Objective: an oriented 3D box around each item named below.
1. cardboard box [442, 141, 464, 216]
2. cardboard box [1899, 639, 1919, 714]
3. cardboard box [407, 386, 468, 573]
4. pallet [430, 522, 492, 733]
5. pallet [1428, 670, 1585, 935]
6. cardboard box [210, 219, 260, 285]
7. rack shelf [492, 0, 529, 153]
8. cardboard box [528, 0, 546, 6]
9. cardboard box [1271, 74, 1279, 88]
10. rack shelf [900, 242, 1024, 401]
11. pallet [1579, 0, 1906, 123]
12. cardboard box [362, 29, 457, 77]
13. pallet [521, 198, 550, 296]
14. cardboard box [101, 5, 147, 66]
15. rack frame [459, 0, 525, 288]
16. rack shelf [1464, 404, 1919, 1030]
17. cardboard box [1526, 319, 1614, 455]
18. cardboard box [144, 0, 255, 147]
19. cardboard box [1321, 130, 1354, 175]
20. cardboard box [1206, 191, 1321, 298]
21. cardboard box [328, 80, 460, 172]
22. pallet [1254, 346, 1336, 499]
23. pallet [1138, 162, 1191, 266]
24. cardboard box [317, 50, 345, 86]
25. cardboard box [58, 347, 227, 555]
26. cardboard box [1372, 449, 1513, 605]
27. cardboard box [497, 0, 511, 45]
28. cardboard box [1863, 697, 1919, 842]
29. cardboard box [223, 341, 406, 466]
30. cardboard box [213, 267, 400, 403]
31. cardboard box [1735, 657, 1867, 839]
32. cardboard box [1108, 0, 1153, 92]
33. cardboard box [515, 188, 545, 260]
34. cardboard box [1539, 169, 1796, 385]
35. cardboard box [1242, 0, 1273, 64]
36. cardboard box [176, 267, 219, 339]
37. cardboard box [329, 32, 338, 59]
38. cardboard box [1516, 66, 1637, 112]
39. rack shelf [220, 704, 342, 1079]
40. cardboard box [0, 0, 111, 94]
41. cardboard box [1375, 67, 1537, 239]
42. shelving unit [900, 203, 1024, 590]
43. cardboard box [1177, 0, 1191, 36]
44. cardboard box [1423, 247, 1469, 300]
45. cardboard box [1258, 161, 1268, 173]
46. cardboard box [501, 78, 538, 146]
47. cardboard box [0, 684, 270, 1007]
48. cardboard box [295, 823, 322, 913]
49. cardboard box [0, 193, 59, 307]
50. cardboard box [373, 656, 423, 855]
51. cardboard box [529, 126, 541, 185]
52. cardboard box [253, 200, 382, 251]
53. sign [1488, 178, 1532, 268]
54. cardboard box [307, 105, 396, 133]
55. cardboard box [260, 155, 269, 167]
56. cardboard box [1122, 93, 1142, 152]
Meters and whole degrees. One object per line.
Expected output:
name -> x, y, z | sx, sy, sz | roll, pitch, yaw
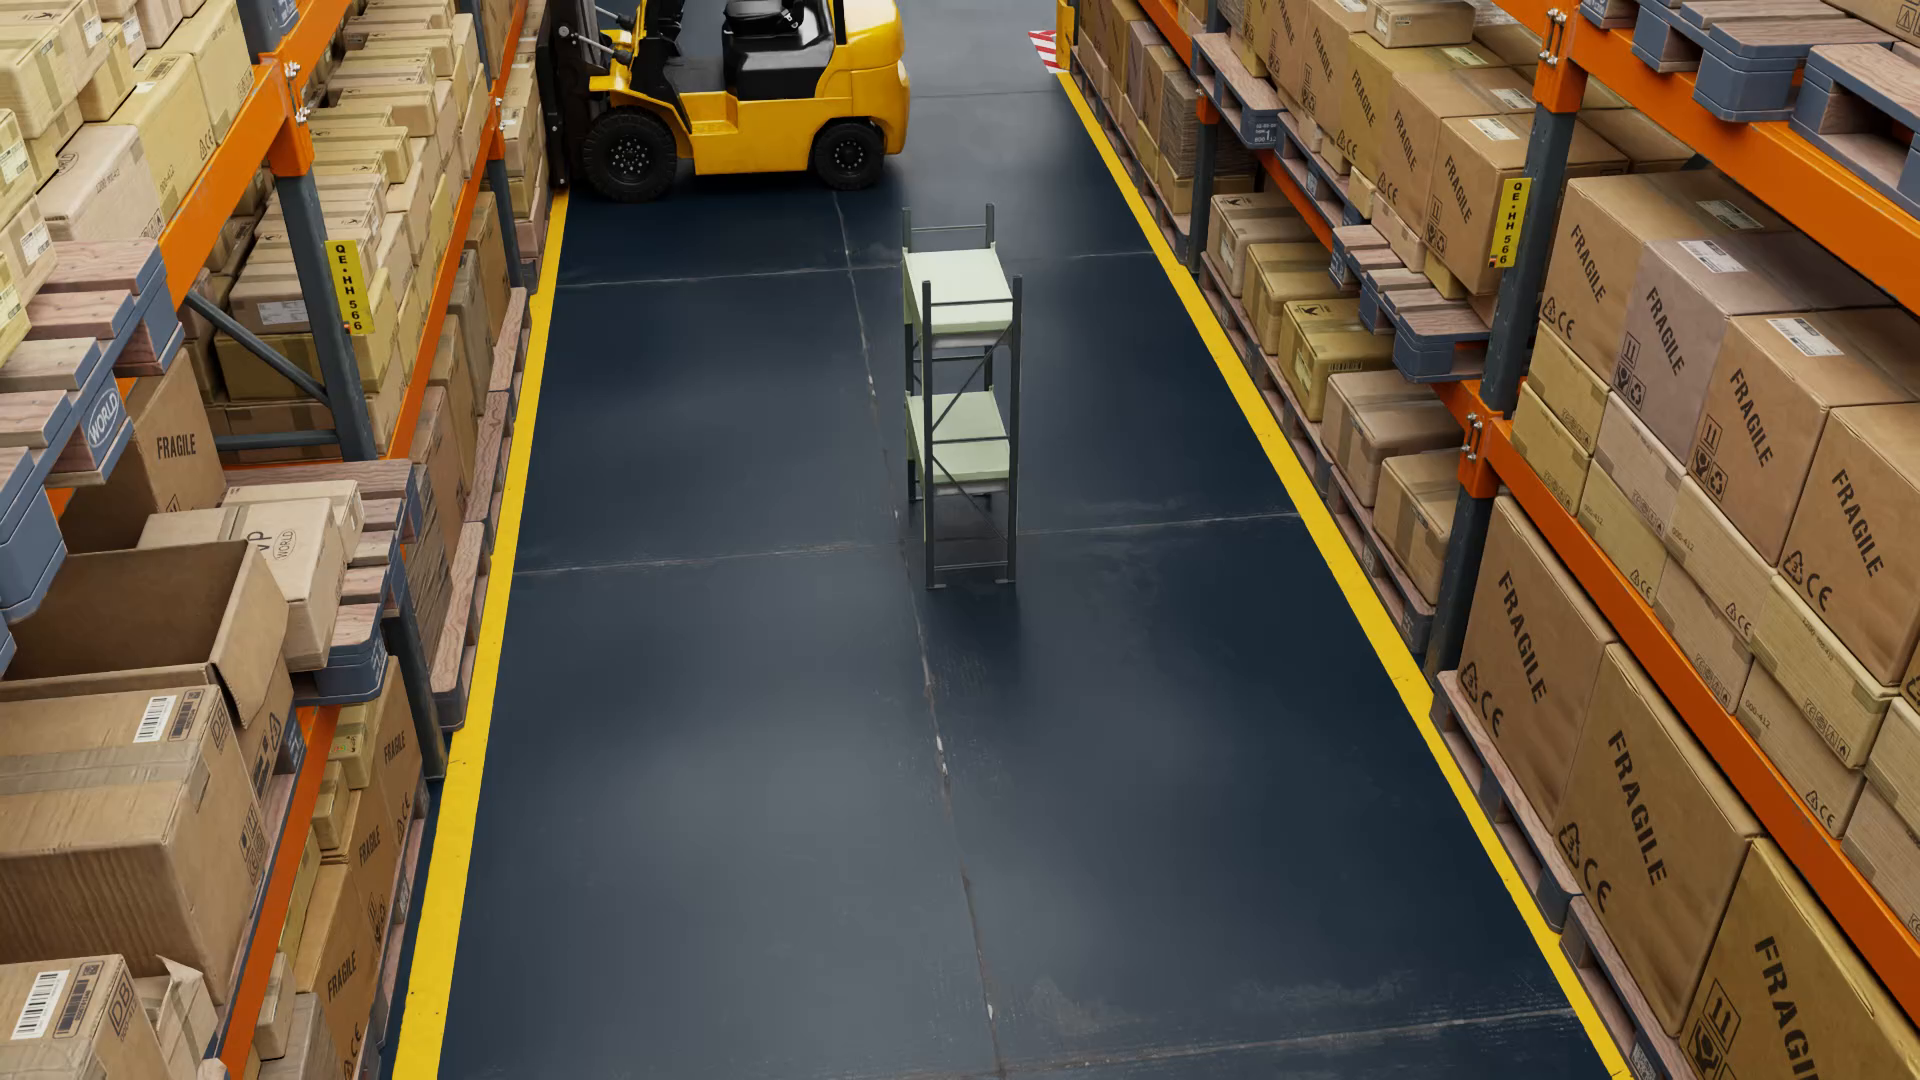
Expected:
cardboard box -> -2.587, -1.662, 7.658 | 0.500, 0.250, 0.500 | -4, 34, -6
cardboard box -> 2.536, 0.284, 3.693 | 0.500, 0.500, 0.500 | -3, 34, -5
cardboard box -> -2.652, -0.218, 7.142 | 0.875, 0.625, 0.625 | -3, 34, -5
pallet -> -2.558, 0.377, 7.009 | 1.003, 0.211, 1.213 | -4, 35, -6
pallet -> 2.464, 0.907, 6.231 | 1.003, 0.211, 1.213 | -4, 35, -6
cardboard box -> -2.892, -0.972, 6.202 | 0.500, 0.250, 0.500 | -4, 34, -6
rack shelf -> -3.293, -3.364, 10.661 | 1.077, 0.370, 4.000 | -4, 35, -6
cardboard box -> -3.116, -3.710, 11.711 | 0.500, 0.250, 0.500 | -4, 34, -6
cardboard box -> 1.795, -2.368, 8.411 | 0.380, 0.149, 0.250 | -2, 34, -3
rack shelf -> -0.001, -0.946, 7.113 | 0.431, 0.370, 0.720 | -4, 35, -6
pallet -> 2.572, -1.497, 4.787 | 1.213, 0.211, 1.003 | -3, 34, -4
cardboard box -> -2.557, -2.260, 7.739 | 0.380, 0.149, 0.250 | -5, 35, -8
pallet -> -3.089, -1.840, 10.262 | 1.003, 0.211, 1.213 | -4, 35, -6
cardboard box -> -2.174, -1.181, 3.934 | 0.380, 0.149, 0.250 | -4, 34, -5
rack frame -> -3.024, -2.545, 8.821 | 1.000, 3.000, 0.127 | -4, 35, -6
rack shelf -> 2.701, 0.723, 4.665 | 1.077, 0.370, 4.000 | -4, 35, -6
cardboard box -> 2.256, -0.534, 5.559 | 0.500, 0.250, 0.500 | -5, 35, -7
cardboard box -> -2.176, -1.222, 4.349 | 0.500, 0.250, 0.500 | -5, 35, -8
cardboard box -> 1.868, -1.784, 7.555 | 0.380, 0.149, 0.250 | -5, 35, -8
cardboard box -> 1.967, -1.718, 9.568 | 0.950, 0.372, 0.625 | -4, 34, -6
cardboard box -> -2.565, -1.863, 7.509 | 0.500, 0.250, 0.500 | -4, 34, -5
pallet -> 2.168, -0.654, 8.522 | 1.003, 0.211, 1.213 | -4, 35, -6
pallet -> 1.769, -2.143, 10.707 | 1.003, 0.211, 1.213 | -4, 35, -6
cardboard box -> -3.152, -2.106, 7.865 | 0.500, 0.250, 0.500 | -5, 35, -7
cardboard box -> -2.571, -0.228, 4.960 | 0.500, 0.500, 0.500 | -3, 34, -4
cardboard box -> 2.366, -0.094, 7.185 | 0.950, 0.372, 0.625 | -7, 35, -10
cardboard box -> -2.911, -3.143, 9.609 | 0.500, 0.500, 0.500 | -4, 34, -6
cardboard box -> 2.520, 0.602, 3.892 | 0.500, 0.250, 0.500 | -4, 34, -5
cardboard box -> -2.303, -0.517, 5.978 | 0.500, 0.250, 0.500 | -4, 35, -6
cardboard box -> -2.278, -0.725, 5.840 | 0.500, 0.250, 0.500 | -4, 35, -6
cardboard box -> 2.470, 0.517, 4.461 | 0.500, 0.250, 0.500 | -4, 35, -6
cardboard box -> 1.329, -3.446, 11.546 | 0.500, 0.500, 0.500 | -4, 34, -5
cardboard box -> -2.761, -1.877, 9.910 | 0.500, 0.250, 0.500 | -4, 34, -6
cardboard box -> 2.256, -0.851, 5.359 | 0.500, 0.500, 0.500 | -5, 35, -8
cardboard box -> 1.741, -2.698, 8.319 | 0.500, 0.500, 0.500 | -4, 35, -6
cardboard box -> -2.730, -0.788, 5.578 | 0.380, 0.149, 0.250 | -3, 34, -5
cardboard box -> -3.172, -2.349, 7.868 | 0.380, 0.149, 0.250 | -4, 35, -7
cardboard box -> 2.524, -1.587, 6.690 | 0.500, 0.500, 0.500 | -3, 34, -4
rack shelf -> -2.217, 1.101, 4.110 | 1.077, 0.370, 4.000 | -4, 35, -6
cardboard box -> -2.008, -1.025, 3.442 | 0.380, 0.149, 0.250 | -5, 35, -7
cardboard box -> 2.015, -1.549, 6.633 | 0.500, 0.500, 0.500 | -5, 35, -7
shelving unit -> -0.001, -0.623, 7.333 | 0.431, 1.500, 0.755 | -4, 35, -6
cardboard box -> 1.509, -3.114, 9.879 | 0.380, 0.149, 0.250 | -4, 34, -5
cardboard box -> 2.047, -1.070, 6.506 | 0.380, 0.149, 0.250 | -4, 34, -6
cardboard box -> 2.083, -2.620, 10.333 | 0.500, 0.500, 0.500 | -3, 34, -4
cardboard box -> -2.836, -2.575, 10.046 | 0.500, 0.250, 0.500 | -4, 35, -6
cardboard box -> -1.966, 0.691, 3.611 | 0.700, 0.500, 0.500 | -5, 35, -7
cardboard box -> -2.119, 0.986, 4.910 | 0.380, 0.149, 0.250 | -3, 34, -5
cardboard box -> -1.826, -0.484, 2.894 | 0.380, 0.149, 0.250 | -4, 34, -5
cardboard box -> -2.216, 0.766, 5.809 | 0.500, 0.500, 0.500 | -3, 34, -5
cardboard box -> -2.852, -2.363, 10.179 | 0.500, 0.250, 0.500 | -5, 35, -7
cardboard box -> -2.334, -1.113, 6.054 | 0.380, 0.149, 0.250 | -3, 34, -5
sign -> 1.896, -1.090, 5.728 | 0.100, 0.325, 0.005 | -4, 35, -6
cardboard box -> -2.551, -1.679, 6.886 | 0.380, 0.149, 0.250 | -4, 35, -6
cardboard box -> -2.956, -1.644, 6.833 | 0.380, 0.149, 0.250 | -3, 34, -5
cardboard box -> 1.403, -2.850, 11.337 | 0.500, 0.250, 0.500 | -4, 34, -6
